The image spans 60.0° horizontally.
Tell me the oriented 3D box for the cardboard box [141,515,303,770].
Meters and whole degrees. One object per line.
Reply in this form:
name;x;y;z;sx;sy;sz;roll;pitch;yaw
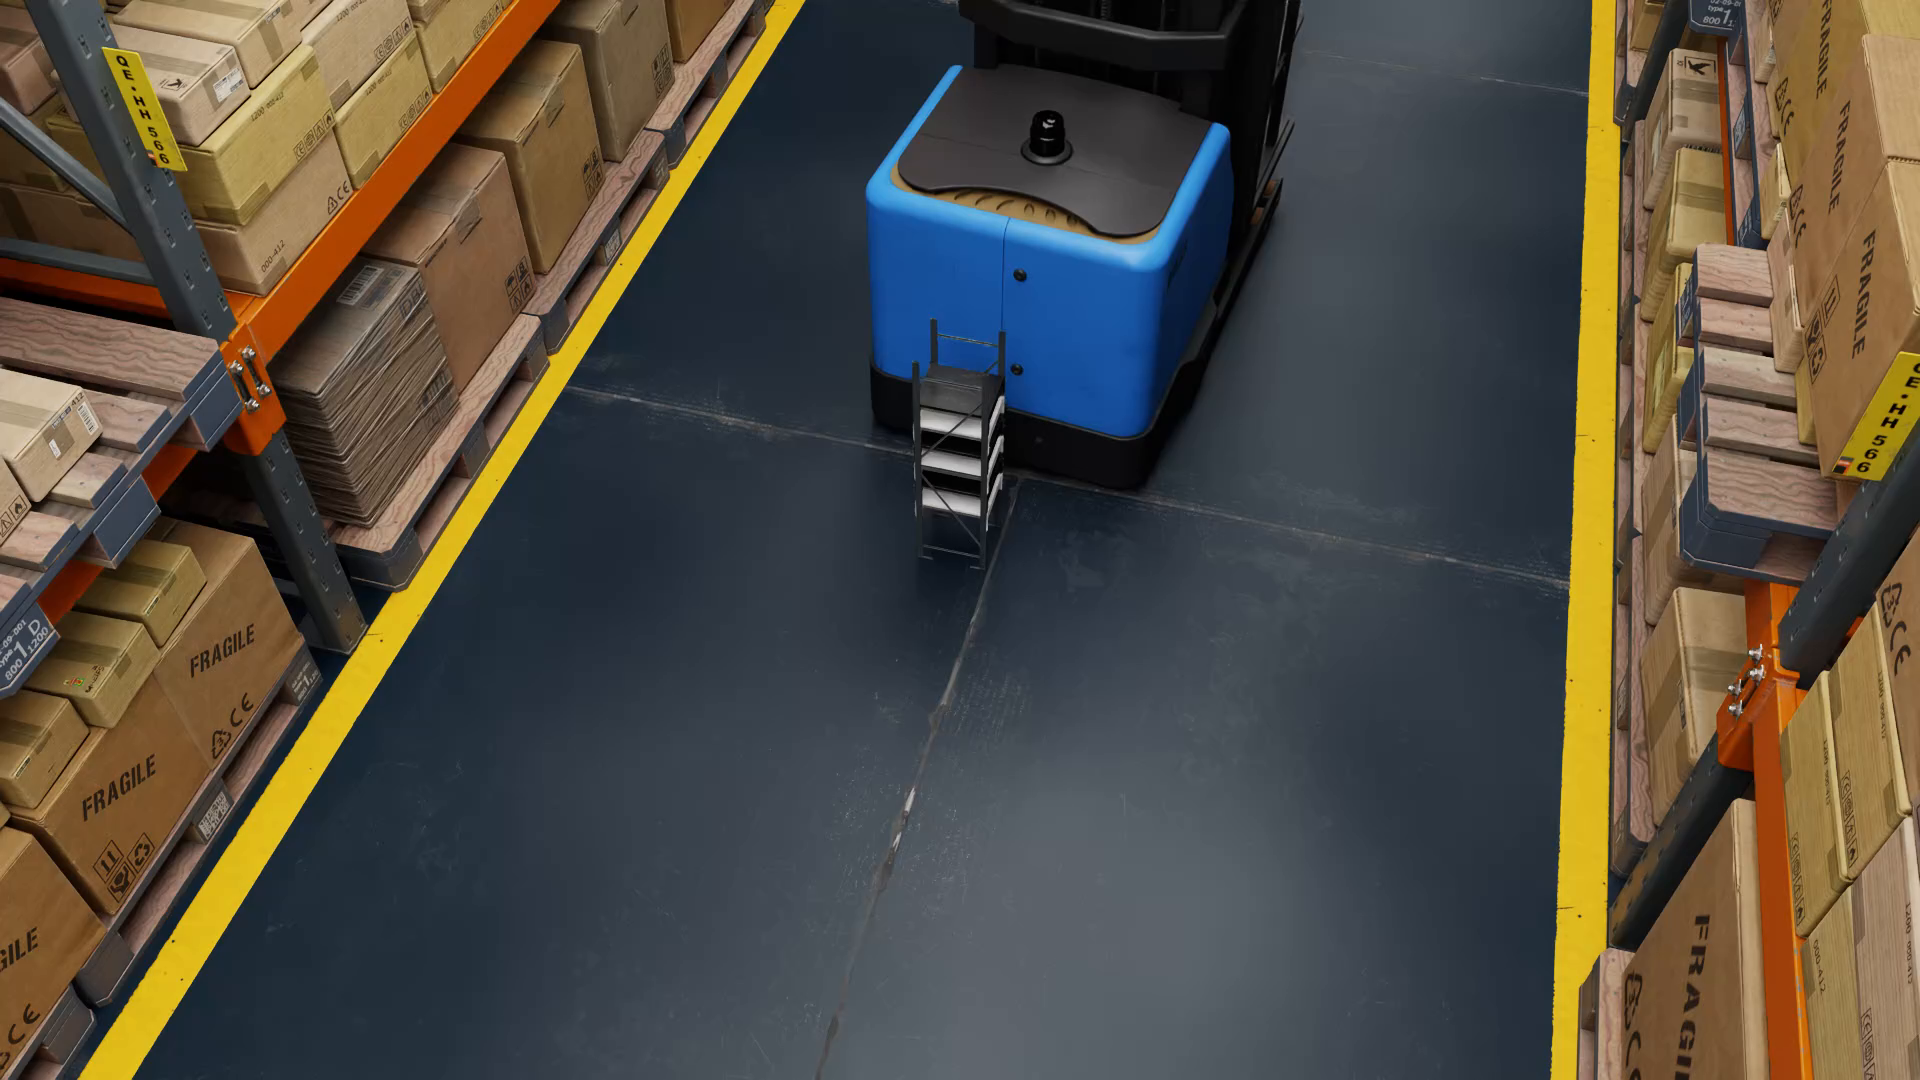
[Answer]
cardboard box;-2.354;0.281;4.888;0.500;0.500;0.500;13;50;11

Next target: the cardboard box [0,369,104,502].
cardboard box;-2.252;-0.260;3.866;0.380;0.149;0.250;12;50;11

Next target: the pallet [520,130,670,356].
pallet;-1.872;-1.300;6.756;1.003;0.211;1.213;12;50;10

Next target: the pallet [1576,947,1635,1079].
pallet;2.060;1.700;4.109;1.003;0.211;1.213;12;50;10

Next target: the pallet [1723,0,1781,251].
pallet;2.821;-1.155;4.897;1.003;0.211;1.213;12;50;10

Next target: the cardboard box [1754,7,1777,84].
cardboard box;2.573;-1.453;4.919;0.380;0.149;0.250;13;50;11

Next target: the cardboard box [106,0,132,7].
cardboard box;-2.471;-1.665;4.719;0.380;0.149;0.250;12;50;10

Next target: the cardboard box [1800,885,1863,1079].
cardboard box;1.850;0.950;3.011;0.500;0.250;0.500;10;49;9

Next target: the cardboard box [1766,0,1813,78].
cardboard box;2.593;-1.569;4.589;0.500;0.500;0.500;10;49;8

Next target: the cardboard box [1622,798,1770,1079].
cardboard box;2.078;1.269;3.766;0.875;0.875;0.875;11;50;10

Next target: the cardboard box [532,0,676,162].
cardboard box;-1.735;-2.062;6.873;0.875;0.625;0.625;11;50;10

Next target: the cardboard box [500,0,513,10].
cardboard box;-1.693;-2.090;5.694;0.500;0.250;0.500;13;50;11

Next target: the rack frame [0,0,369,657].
rack frame;-2.450;-0.755;4.416;1.000;3.000;0.127;12;50;10

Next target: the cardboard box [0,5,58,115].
cardboard box;-2.559;-1.278;4.378;0.380;0.149;0.250;13;50;11

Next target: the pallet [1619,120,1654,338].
pallet;3.189;-1.186;6.656;1.003;0.211;1.213;12;50;10

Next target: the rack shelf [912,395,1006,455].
rack shelf;-0.002;-0.389;5.297;0.258;0.077;0.200;12;50;10

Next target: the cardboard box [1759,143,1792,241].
cardboard box;2.356;-0.899;4.431;0.380;0.149;0.250;12;50;11

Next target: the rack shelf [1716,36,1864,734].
rack shelf;2.866;-0.987;5.100;1.077;0.370;4.000;12;50;10

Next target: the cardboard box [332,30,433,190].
cardboard box;-1.960;-1.341;5.033;0.500;0.250;0.500;11;49;9

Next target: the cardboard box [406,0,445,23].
cardboard box;-1.809;-1.881;5.176;0.500;0.250;0.500;10;49;9

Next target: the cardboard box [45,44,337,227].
cardboard box;-2.073;-1.139;4.521;0.500;0.250;0.500;12;50;10

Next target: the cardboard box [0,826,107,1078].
cardboard box;-2.631;1.020;4.236;0.500;0.500;0.500;14;50;12

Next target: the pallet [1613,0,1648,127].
pallet;3.535;-2.242;7.588;1.003;0.211;1.213;12;50;10

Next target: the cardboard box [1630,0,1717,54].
cardboard box;3.289;-2.381;7.405;0.500;0.250;0.500;14;50;12

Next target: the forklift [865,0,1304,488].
forklift;0.693;-2.279;5.806;1.130;2.935;3.031;17;51;14

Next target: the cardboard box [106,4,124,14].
cardboard box;-2.467;-1.621;4.947;0.500;0.250;0.500;12;50;10

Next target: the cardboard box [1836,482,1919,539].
cardboard box;2.199;-0.118;3.741;0.380;0.149;0.250;13;50;11

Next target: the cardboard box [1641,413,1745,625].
cardboard box;2.685;0.010;5.213;0.950;0.372;0.625;11;49;9

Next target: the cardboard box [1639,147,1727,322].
cardboard box;3.071;-1.041;6.140;0.950;0.372;0.625;14;50;12

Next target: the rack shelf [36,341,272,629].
rack shelf;-2.976;0.929;3.409;1.077;0.370;4.000;12;50;10

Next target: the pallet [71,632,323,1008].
pallet;-2.683;0.700;4.991;1.003;0.211;1.213;12;50;10

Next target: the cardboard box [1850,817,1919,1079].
cardboard box;1.831;0.797;2.812;0.500;0.250;0.500;13;50;11

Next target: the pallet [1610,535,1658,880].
pallet;2.547;0.579;5.098;1.003;0.211;1.213;12;50;10

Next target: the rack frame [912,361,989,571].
rack frame;-0.029;-0.218;5.343;0.240;0.900;0.006;12;50;10

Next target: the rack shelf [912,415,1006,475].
rack shelf;-0.002;-0.329;5.365;0.258;0.077;0.200;12;50;10

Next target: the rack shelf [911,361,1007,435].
rack shelf;-0.002;-0.449;5.230;0.258;0.077;0.200;12;50;10

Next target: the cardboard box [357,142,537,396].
cardboard box;-2.108;-1.031;5.963;0.875;0.625;0.625;13;50;11

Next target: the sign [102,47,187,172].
sign;-1.924;-1.012;3.923;0.100;0.325;0.005;12;50;10

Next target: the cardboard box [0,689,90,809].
cardboard box;-2.489;0.511;4.253;0.380;0.149;0.250;10;49;9

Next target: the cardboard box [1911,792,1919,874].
cardboard box;1.853;0.527;2.551;0.500;0.500;0.500;12;50;10

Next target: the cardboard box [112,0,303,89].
cardboard box;-2.013;-1.369;4.458;0.380;0.149;0.250;13;50;11

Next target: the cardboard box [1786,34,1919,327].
cardboard box;2.317;-0.809;3.918;0.500;0.500;0.500;11;49;9

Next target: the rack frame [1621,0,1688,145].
rack frame;3.393;-2.672;6.107;1.000;3.000;0.127;12;50;10

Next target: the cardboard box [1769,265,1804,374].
cardboard box;2.223;-0.517;4.093;0.380;0.149;0.250;11;50;10

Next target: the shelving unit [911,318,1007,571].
shelving unit;-0.002;-0.292;5.407;0.258;0.900;0.210;12;50;10

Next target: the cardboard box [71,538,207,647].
cardboard box;-2.335;0.126;4.593;0.380;0.149;0.250;9;49;8
